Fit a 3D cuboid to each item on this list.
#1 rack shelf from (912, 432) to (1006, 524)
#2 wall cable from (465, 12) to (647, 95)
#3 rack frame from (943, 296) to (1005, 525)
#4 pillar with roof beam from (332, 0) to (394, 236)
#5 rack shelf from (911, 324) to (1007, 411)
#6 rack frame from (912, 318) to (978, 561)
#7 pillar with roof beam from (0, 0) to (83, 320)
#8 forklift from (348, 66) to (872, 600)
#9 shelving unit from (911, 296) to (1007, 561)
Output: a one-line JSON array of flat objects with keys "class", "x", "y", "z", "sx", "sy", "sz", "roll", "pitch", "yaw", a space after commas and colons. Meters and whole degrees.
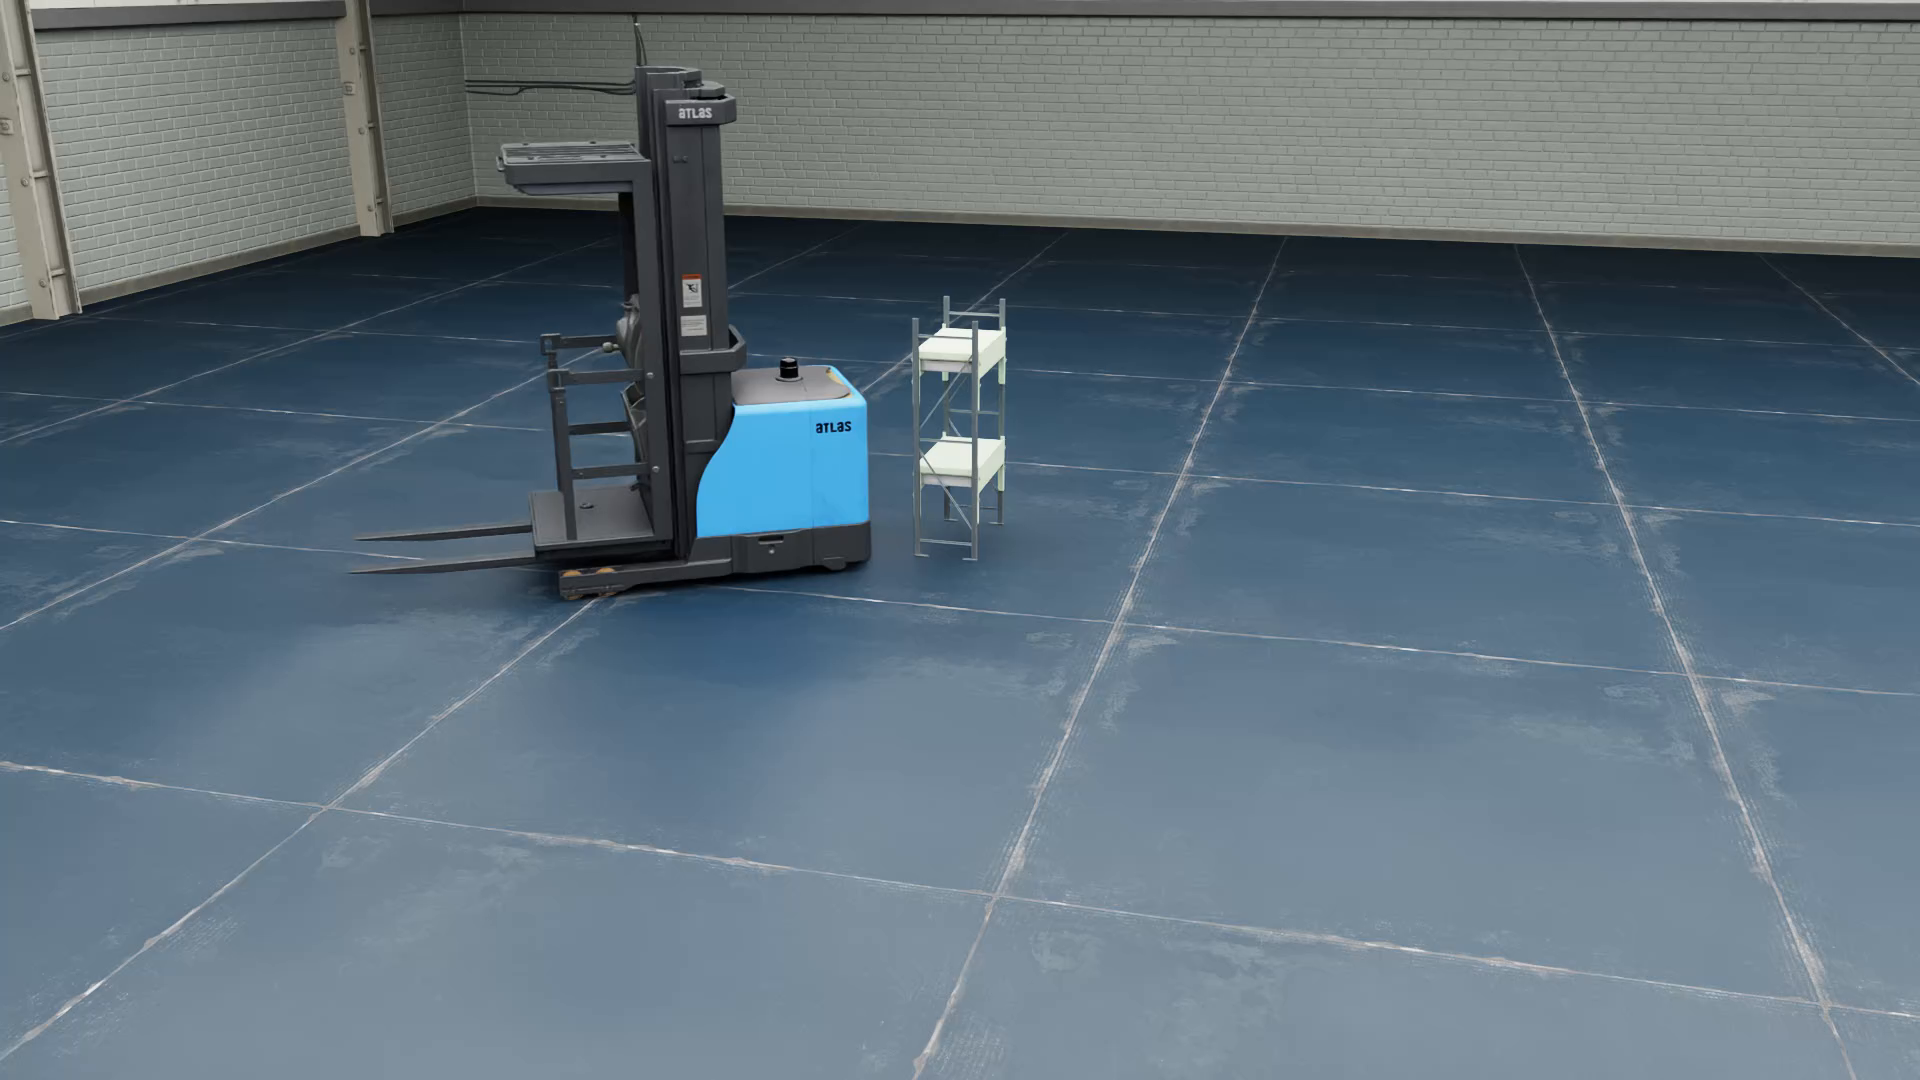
[{"class": "rack shelf", "x": 0.002, "y": -0.403, "z": 10.557, "sx": 0.431, "sy": 0.370, "sz": 0.720, "roll": 5, "pitch": 19, "yaw": 13}, {"class": "wall cable", "x": -6.131, "y": -7.877, "z": 24.630, "sx": 3.097, "sy": 2.526, "sz": 0.112, "roll": 5, "pitch": 19, "yaw": 13}, {"class": "rack frame", "x": 0.091, "y": -0.827, "z": 10.787, "sx": 0.400, "sy": 1.500, "sz": 0.023, "roll": 5, "pitch": 19, "yaw": 13}, {"class": "pillar with roof beam", "x": -3.959, "y": -8.187, "z": 20.735, "sx": 9.100, "sy": 9.000, "sz": 0.400, "roll": 5, "pitch": 19, "yaw": 13}, {"class": "rack shelf", "x": 0.002, "y": -1.081, "z": 10.325, "sx": 0.431, "sy": 0.370, "sz": 0.720, "roll": 5, "pitch": 19, "yaw": 13}, {"class": "rack frame", "x": -0.088, "y": -0.597, "z": 10.115, "sx": 0.400, "sy": 1.500, "sz": 0.023, "roll": 5, "pitch": 19, "yaw": 13}, {"class": "pillar with roof beam", "x": -5.425, "y": -6.307, "z": 15.230, "sx": 9.100, "sy": 9.000, "sz": 0.400, "roll": 5, "pitch": 19, "yaw": 13}, {"class": "forklift", "x": -2.117, "y": -1.228, "z": 9.749, "sx": 3.031, "sy": 2.935, "sz": 1.130, "roll": -5, "pitch": 20, "yaw": -15}, {"class": "shelving unit", "x": 0.002, "y": -0.712, "z": 10.451, "sx": 0.431, "sy": 1.500, "sz": 0.755, "roll": 5, "pitch": 19, "yaw": 13}]
